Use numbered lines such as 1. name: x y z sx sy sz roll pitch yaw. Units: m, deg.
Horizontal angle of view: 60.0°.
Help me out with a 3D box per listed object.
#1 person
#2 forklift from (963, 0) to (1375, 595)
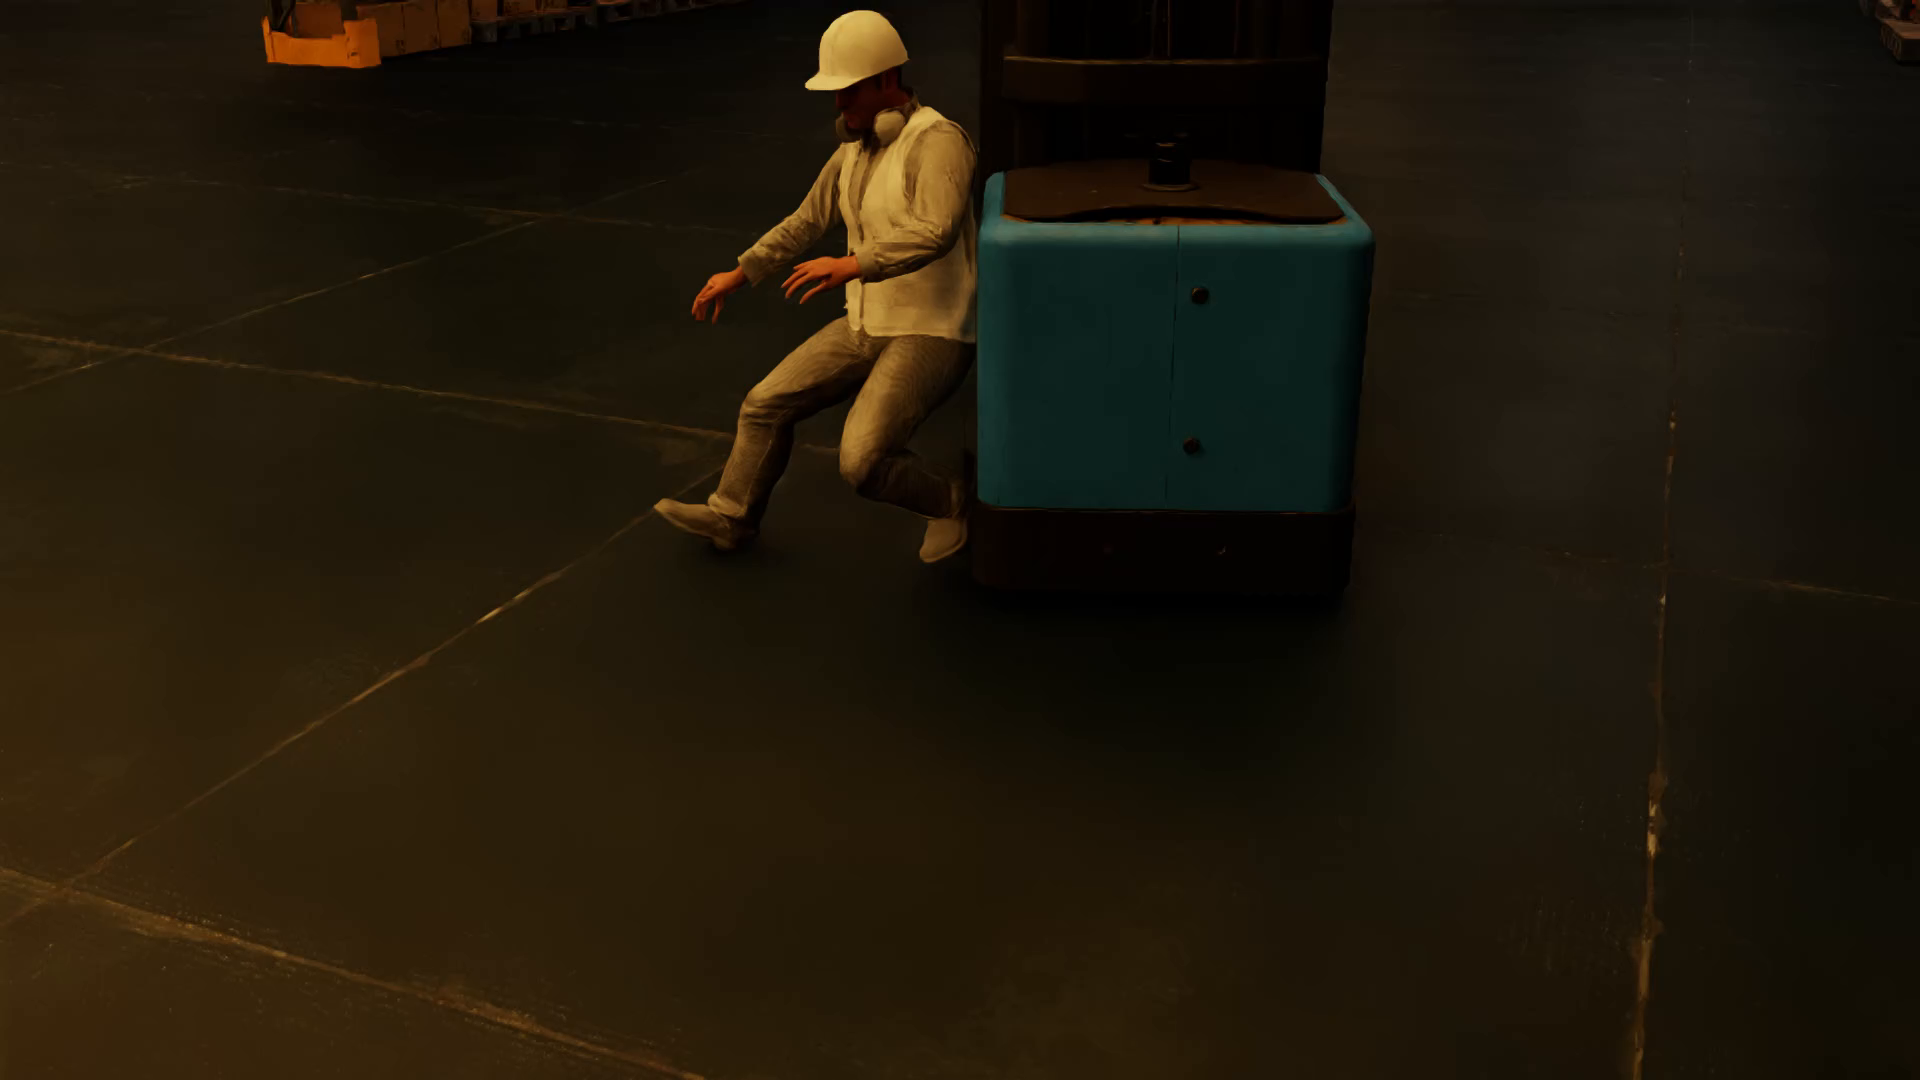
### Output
1. person: -0.368 -0.633 4.603 0.800 1.588 0.829 -15 27 -32
2. forklift: 0.615 -1.724 5.418 1.130 2.935 3.031 1 23 2
